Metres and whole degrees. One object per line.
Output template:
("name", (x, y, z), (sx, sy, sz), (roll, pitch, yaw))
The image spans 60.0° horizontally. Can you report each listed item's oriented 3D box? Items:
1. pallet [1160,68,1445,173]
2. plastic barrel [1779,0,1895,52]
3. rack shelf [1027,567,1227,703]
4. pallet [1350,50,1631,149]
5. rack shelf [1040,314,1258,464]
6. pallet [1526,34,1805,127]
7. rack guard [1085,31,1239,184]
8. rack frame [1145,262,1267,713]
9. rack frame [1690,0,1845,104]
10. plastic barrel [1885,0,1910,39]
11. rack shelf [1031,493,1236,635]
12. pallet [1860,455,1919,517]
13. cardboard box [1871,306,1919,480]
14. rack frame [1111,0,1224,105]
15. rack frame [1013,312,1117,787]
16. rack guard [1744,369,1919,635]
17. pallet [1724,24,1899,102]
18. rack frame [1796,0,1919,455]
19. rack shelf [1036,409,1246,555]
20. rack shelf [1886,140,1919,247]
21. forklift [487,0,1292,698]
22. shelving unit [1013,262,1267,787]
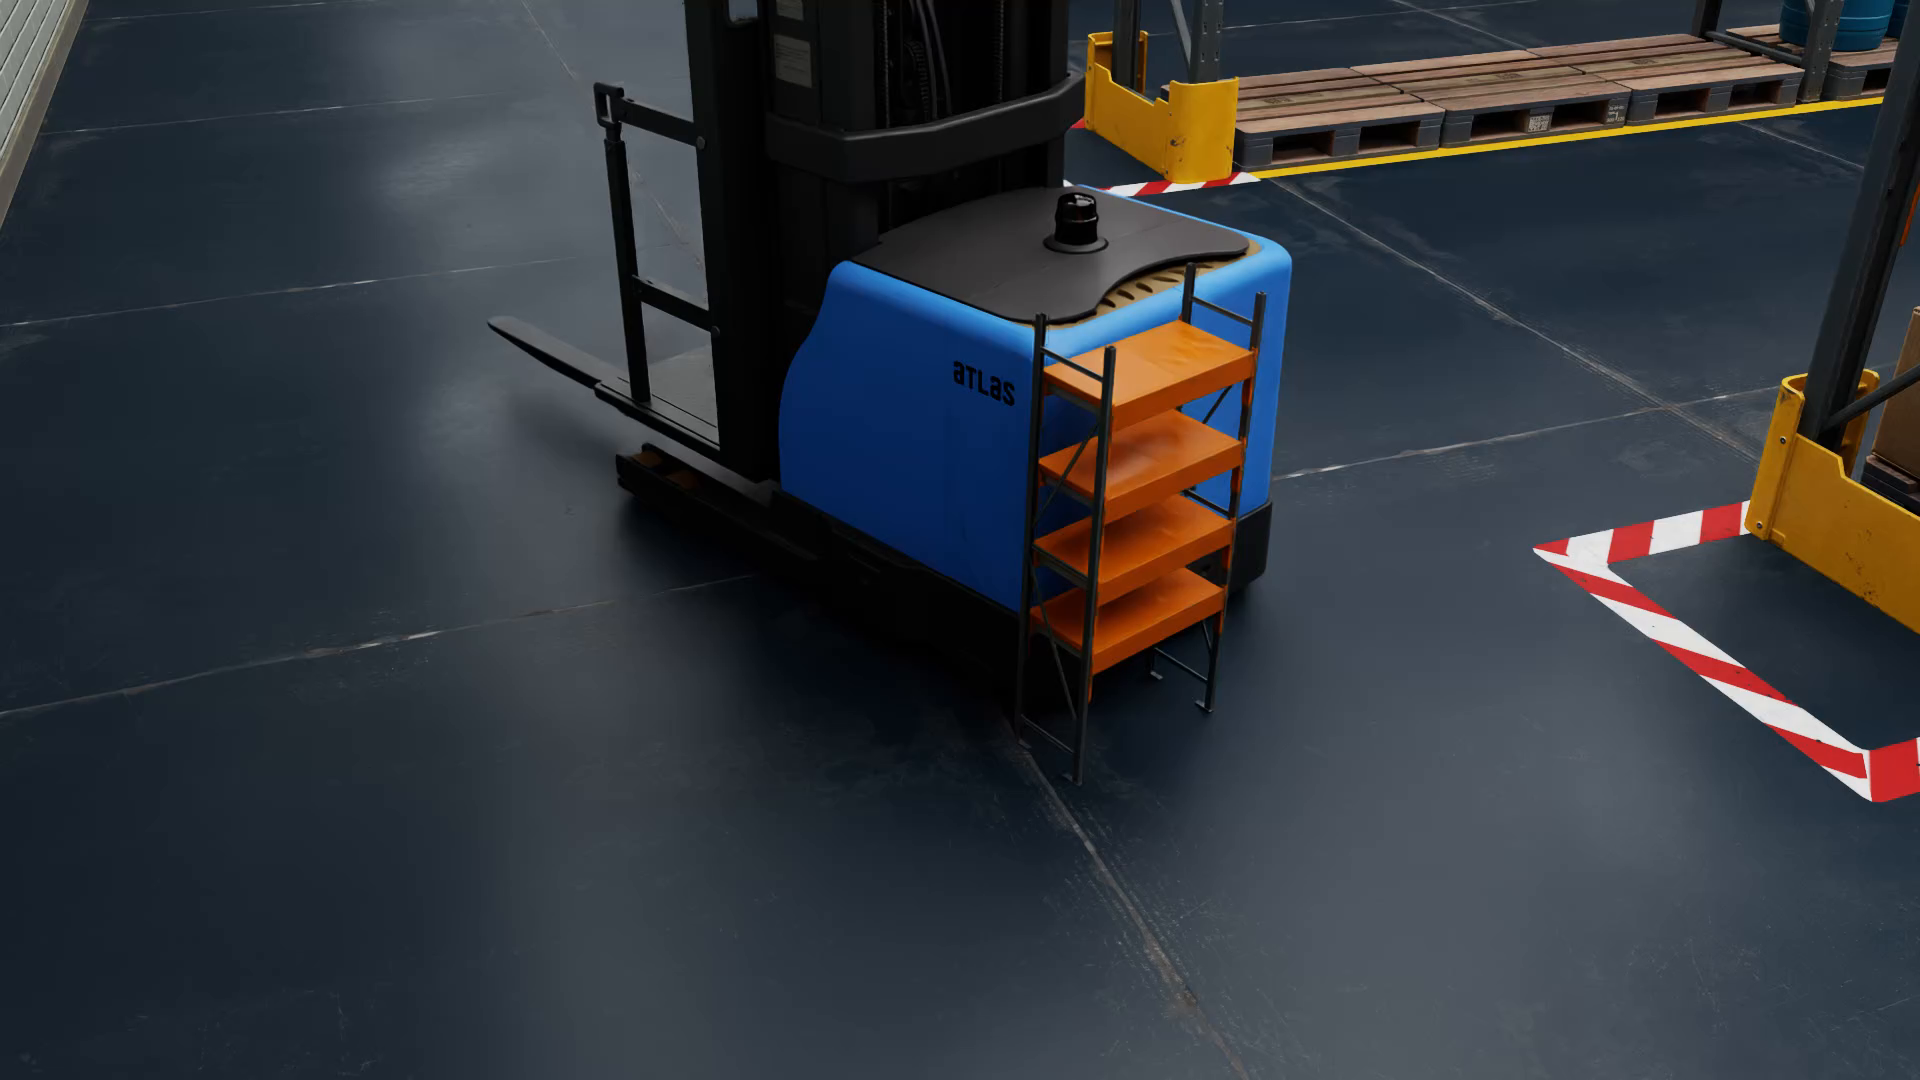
("pallet", (1.848, -2.316, 9.102), (1.213, 0.211, 1.003), (-10, 31, -18))
("plastic barrel", (5.327, -3.451, 9.972), (0.708, 0.901, 0.600), (-10, 31, -18))
("rack shelf", (0.416, 0.204, 4.206), (0.480, 0.148, 0.258), (-23, 39, -34))
("pallet", (2.990, -2.525, 9.468), (1.213, 0.211, 1.003), (-10, 31, -18))
("rack shelf", (0.432, -0.358, 3.863), (0.480, 0.148, 0.258), (-23, 39, -34))
("pallet", (4.135, -2.737, 9.841), (1.213, 0.211, 1.003), (-10, 31, -18))
("rack guard", (1.044, -2.307, 8.794), (0.348, 0.500, 1.175), (-10, 31, -18))
("rack frame", (0.608, -0.101, 4.205), (0.015, 1.200, 0.240), (-23, 39, -34))
("rack frame", (4.811, -4.094, 9.405), (0.127, 3.000, 1.000), (-10, 31, -18))
("plastic barrel", (5.990, -3.573, 10.186), (0.708, 0.901, 0.600), (-10, 31, -18))
("rack shelf", (0.420, 0.035, 4.102), (0.480, 0.148, 0.258), (-23, 39, -34))
("pallet", (3.604, -0.044, 5.114), (1.213, 0.211, 1.003), (-10, 31, -18))
("cardboard box", (3.209, -0.418, 5.034), (0.500, 0.500, 0.500), (-10, 31, -18))
("rack frame", (1.062, -3.403, 8.194), (0.127, 3.000, 1.000), (-10, 31, -18))
("rack frame", (0.236, 0.056, 3.930), (0.015, 1.200, 0.240), (-23, 39, -34))
("rack guard", (2.857, -0.032, 4.800), (0.348, 0.500, 1.175), (-10, 31, -18))
("pallet", (5.548, -2.996, 10.296), (1.213, 0.211, 1.003), (-10, 31, -18))
("rack frame", (2.786, -1.105, 4.159), (0.127, 3.000, 1.000), (-10, 31, -18))
("rack shelf", (0.426, -0.156, 3.986), (0.480, 0.148, 0.258), (-23, 39, -34))
("rack shelf", (4.660, -1.137, 4.943), (4.000, 0.370, 1.077), (-10, 31, -18))
("forklift", (-0.480, -1.488, 4.901), (1.130, 2.935, 3.031), (-26, 39, -38))
("shelving unit", (0.422, -0.023, 4.067), (0.503, 1.200, 0.258), (-23, 39, -34))
